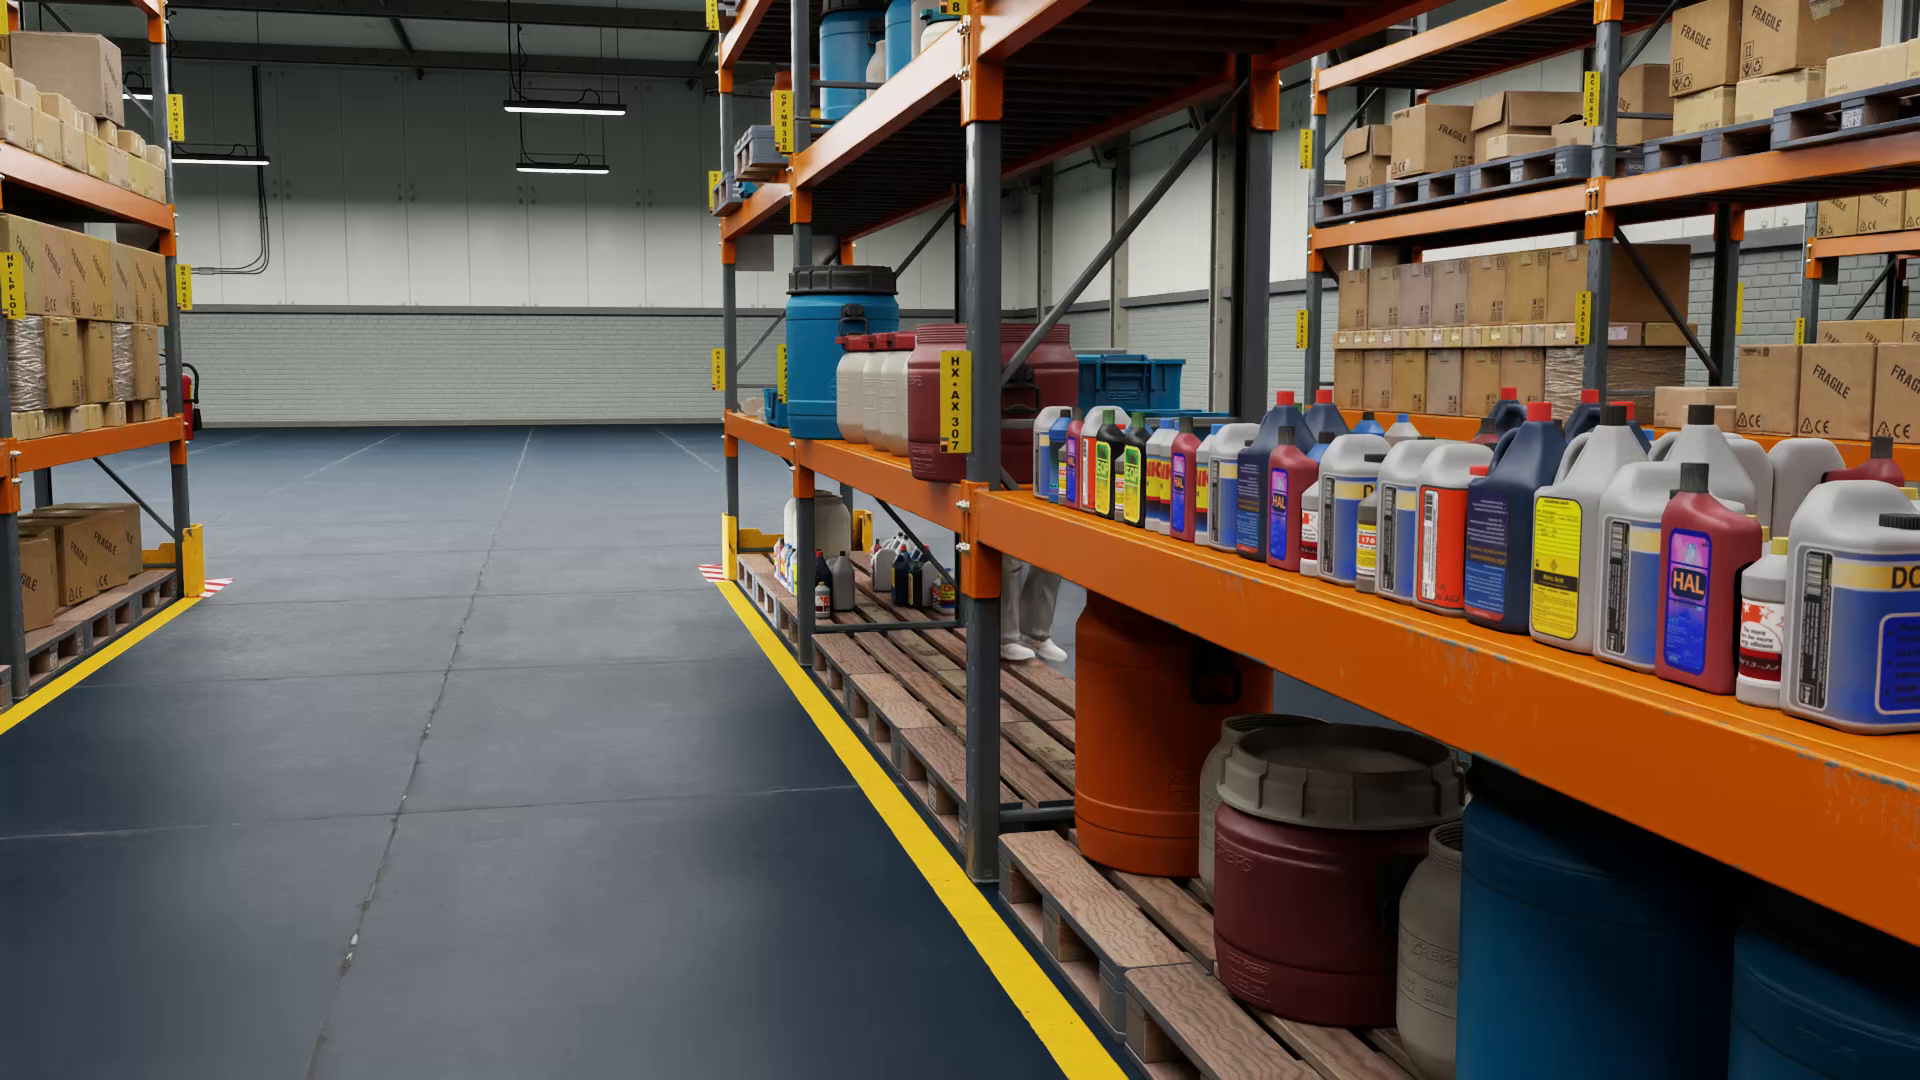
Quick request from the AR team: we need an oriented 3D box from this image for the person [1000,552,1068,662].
[{"bbox_3d":[0.310,-0.216,8.295,0.357,1.708,0.540,5,8,37],"label":"person"}]
